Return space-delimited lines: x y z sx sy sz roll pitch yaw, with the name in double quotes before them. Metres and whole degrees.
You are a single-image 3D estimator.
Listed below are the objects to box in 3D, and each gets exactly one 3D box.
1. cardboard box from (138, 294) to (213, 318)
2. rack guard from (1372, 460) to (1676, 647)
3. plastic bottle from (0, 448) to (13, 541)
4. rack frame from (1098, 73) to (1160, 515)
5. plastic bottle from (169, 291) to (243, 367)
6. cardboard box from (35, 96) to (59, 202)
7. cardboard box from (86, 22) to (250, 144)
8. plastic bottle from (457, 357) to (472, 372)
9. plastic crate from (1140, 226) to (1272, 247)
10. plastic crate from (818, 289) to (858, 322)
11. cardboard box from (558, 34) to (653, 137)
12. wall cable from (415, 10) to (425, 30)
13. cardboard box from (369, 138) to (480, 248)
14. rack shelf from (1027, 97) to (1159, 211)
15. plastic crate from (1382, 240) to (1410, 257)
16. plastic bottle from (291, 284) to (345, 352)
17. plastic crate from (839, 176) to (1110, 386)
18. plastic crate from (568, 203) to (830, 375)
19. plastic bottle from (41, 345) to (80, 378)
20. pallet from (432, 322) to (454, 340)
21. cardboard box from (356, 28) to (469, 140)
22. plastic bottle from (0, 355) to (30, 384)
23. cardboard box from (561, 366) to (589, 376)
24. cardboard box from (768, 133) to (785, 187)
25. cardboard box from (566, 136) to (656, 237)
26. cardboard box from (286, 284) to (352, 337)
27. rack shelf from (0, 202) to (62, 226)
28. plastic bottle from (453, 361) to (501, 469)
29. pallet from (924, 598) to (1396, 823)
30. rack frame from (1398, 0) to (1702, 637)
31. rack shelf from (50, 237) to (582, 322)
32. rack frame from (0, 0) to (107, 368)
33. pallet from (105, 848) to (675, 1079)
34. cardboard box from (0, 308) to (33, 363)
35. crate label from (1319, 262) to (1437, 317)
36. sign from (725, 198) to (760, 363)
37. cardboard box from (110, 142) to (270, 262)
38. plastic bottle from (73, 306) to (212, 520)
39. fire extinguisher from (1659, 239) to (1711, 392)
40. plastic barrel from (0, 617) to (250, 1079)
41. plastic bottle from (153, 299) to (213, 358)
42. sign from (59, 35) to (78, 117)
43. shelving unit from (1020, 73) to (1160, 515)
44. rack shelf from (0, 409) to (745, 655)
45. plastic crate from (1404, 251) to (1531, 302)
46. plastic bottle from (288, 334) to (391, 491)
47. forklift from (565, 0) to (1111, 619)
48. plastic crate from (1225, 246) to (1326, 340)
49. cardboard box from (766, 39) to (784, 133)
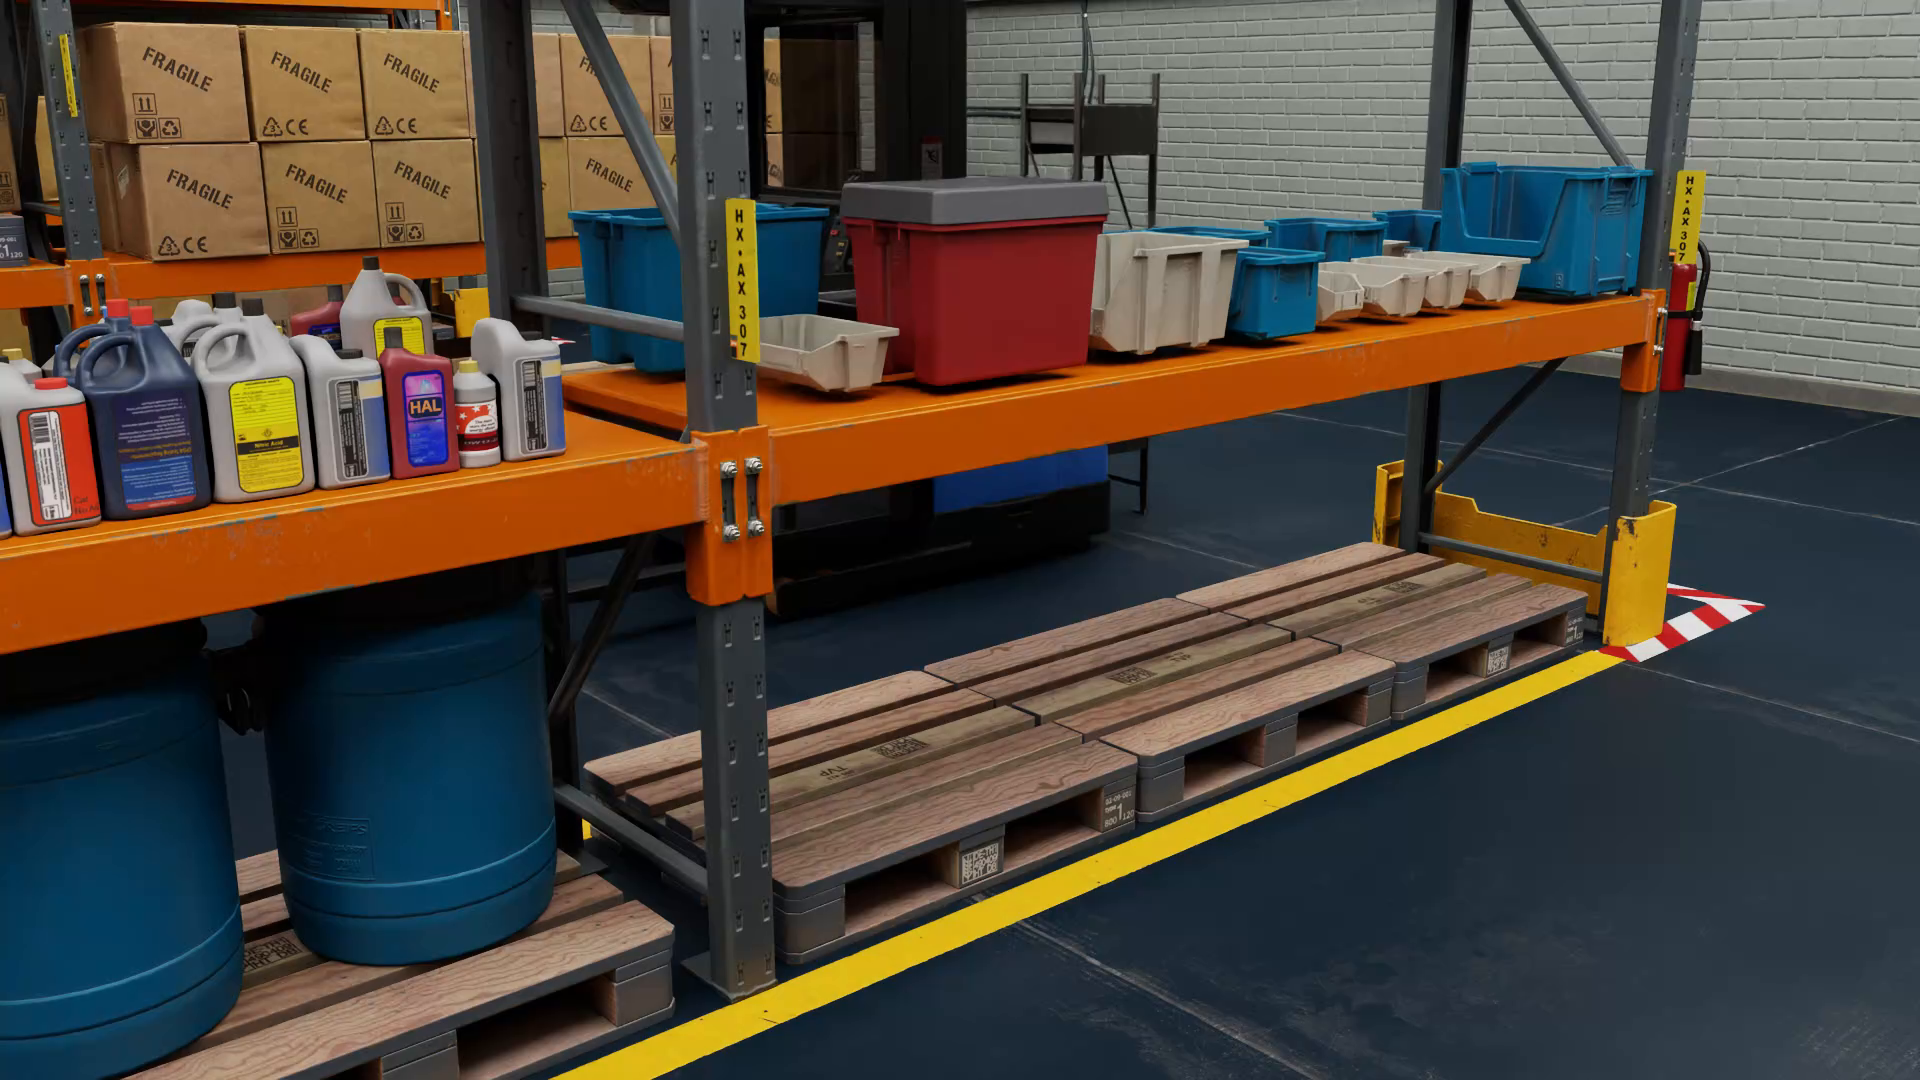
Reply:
"cardboard box" -5.901 -1.700 12.333 0.500 0.500 0.700 -12 19 -38
"rack guard" 2.228 0.025 6.688 0.348 0.500 1.175 -13 19 -39
"plastic bottle" -1.642 -0.139 2.698 0.135 0.276 0.152 -13 19 -39
"rack frame" 0.794 -1.180 8.099 0.015 2.100 0.400 -12 19 -37
"plastic bottle" -1.372 -0.283 3.094 0.185 0.351 0.144 -13 19 -39
"cardboard box" -6.328 -2.783 11.777 0.700 0.700 0.980 -13 20 -41
"cardboard box" -3.508 -2.020 7.368 0.500 0.500 0.500 -12 19 -38
"plastic bottle" -0.980 -0.294 3.423 0.097 0.201 0.097 0 15 0
"plastic crate" 0.823 -0.924 5.603 0.300 0.233 0.416 -13 19 -39
"plastic crate" -0.131 -0.637 4.737 0.590 0.125 0.437 -13 19 -39
"cardboard box" -1.954 -2.369 8.675 0.500 0.500 0.500 -12 19 -38
"wall cable" -3.940 -3.997 14.932 1.851 1.984 0.084 -13 19 -39
"cardboard box" -2.721 -1.717 8.171 0.500 0.500 0.500 -13 20 -40
"rack shelf" 0.604 -1.804 7.774 0.480 0.518 0.431 -12 19 -37
"plastic crate" 1.520 -1.062 6.307 0.298 0.136 0.250 -13 19 -39
"plastic bottle" -1.456 -0.441 3.813 0.133 0.283 0.061 -13 19 -39
"plastic crate" 0.039 -0.661 4.171 0.583 0.464 0.402 -13 19 -39
"plastic crate" -0.671 -0.665 4.343 0.575 0.384 0.392 -13 19 -39
"plastic bottle" -1.853 -0.306 3.466 0.097 0.201 0.097 0 15 0
"pallet" -4.837 -1.607 13.357 1.213 0.211 1.003 -13 19 -39
"cardboard box" -2.731 -2.194 8.022 0.500 0.500 0.500 -13 20 -41
"plastic bottle" -1.636 -0.181 2.863 0.097 0.271 0.097 0 15 0
"cardboard box" -2.381 -0.819 9.479 0.500 0.250 0.500 -13 19 -39
"cardboard box" -1.190 -2.061 9.458 0.500 0.500 0.500 -12 19 -38
"cardboard box" -1.959 -1.889 8.814 0.500 0.500 0.500 -12 19 -39
"cardboard box" -5.125 -1.877 12.996 0.500 0.500 0.700 -13 20 -40
"rack shelf" -5.794 -2.419 12.386 4.000 0.370 1.077 -13 19 -39
"plastic bottle" -0.954 -0.248 3.251 0.097 0.201 0.097 0 15 0
"pallet" 0.651 0.509 5.436 1.213 0.211 1.003 -13 19 -39
"rack frame" 2.218 -1.176 6.341 0.127 3.000 1.000 -13 19 -39
"rack shelf" -2.539 -1.455 8.778 4.000 0.370 1.077 -13 19 -39
"rack frame" -4.048 -1.464 7.417 0.127 3.000 1.000 -13 19 -39
"pallet" -1.409 0.971 3.705 1.213 0.211 1.003 -13 19 -39
"cardboard box" -6.671 -1.529 11.692 0.500 0.500 0.700 -12 19 -39
"crate label" 1.300 -0.806 5.350 0.243 0.136 0.396 -13 19 -39
"sign" -0.439 -0.525 3.366 0.005 0.325 0.100 -13 19 -39
"cardboard box" -3.485 -1.545 7.528 0.500 0.500 0.500 -12 19 -38
"plastic bottle" -1.417 -0.224 2.872 0.185 0.351 0.144 -13 19 -39
"fire extinguisher" 2.630 -0.896 6.163 0.183 0.674 0.296 -13 19 -39
"plastic barrel" -1.755 0.521 3.239 0.708 0.901 0.600 -13 19 -39
"plastic bottle" -1.674 -0.372 3.572 0.135 0.276 0.152 -13 19 -39
"sign" -3.681 -1.915 6.865 0.005 0.325 0.100 -13 19 -39
"shelving unit" 0.603 -1.141 7.951 0.503 2.100 0.431 -12 19 -37
"rack shelf" -2.308 0.188 2.628 4.000 0.370 1.077 -13 19 -39
"plastic crate" 1.722 -0.904 5.718 0.243 0.136 0.396 -13 19 -39
"plastic bottle" -1.160 -0.247 3.103 0.135 0.276 0.152 -13 19 -39
"forklift" -0.777 -1.255 6.768 3.031 2.935 1.130 -12 19 -37
"plastic crate" 0.837 -0.726 4.865 0.300 0.233 0.416 -13 19 -39
"cardboard box" -1.186 -2.544 9.329 0.500 0.500 0.500 -13 20 -40
